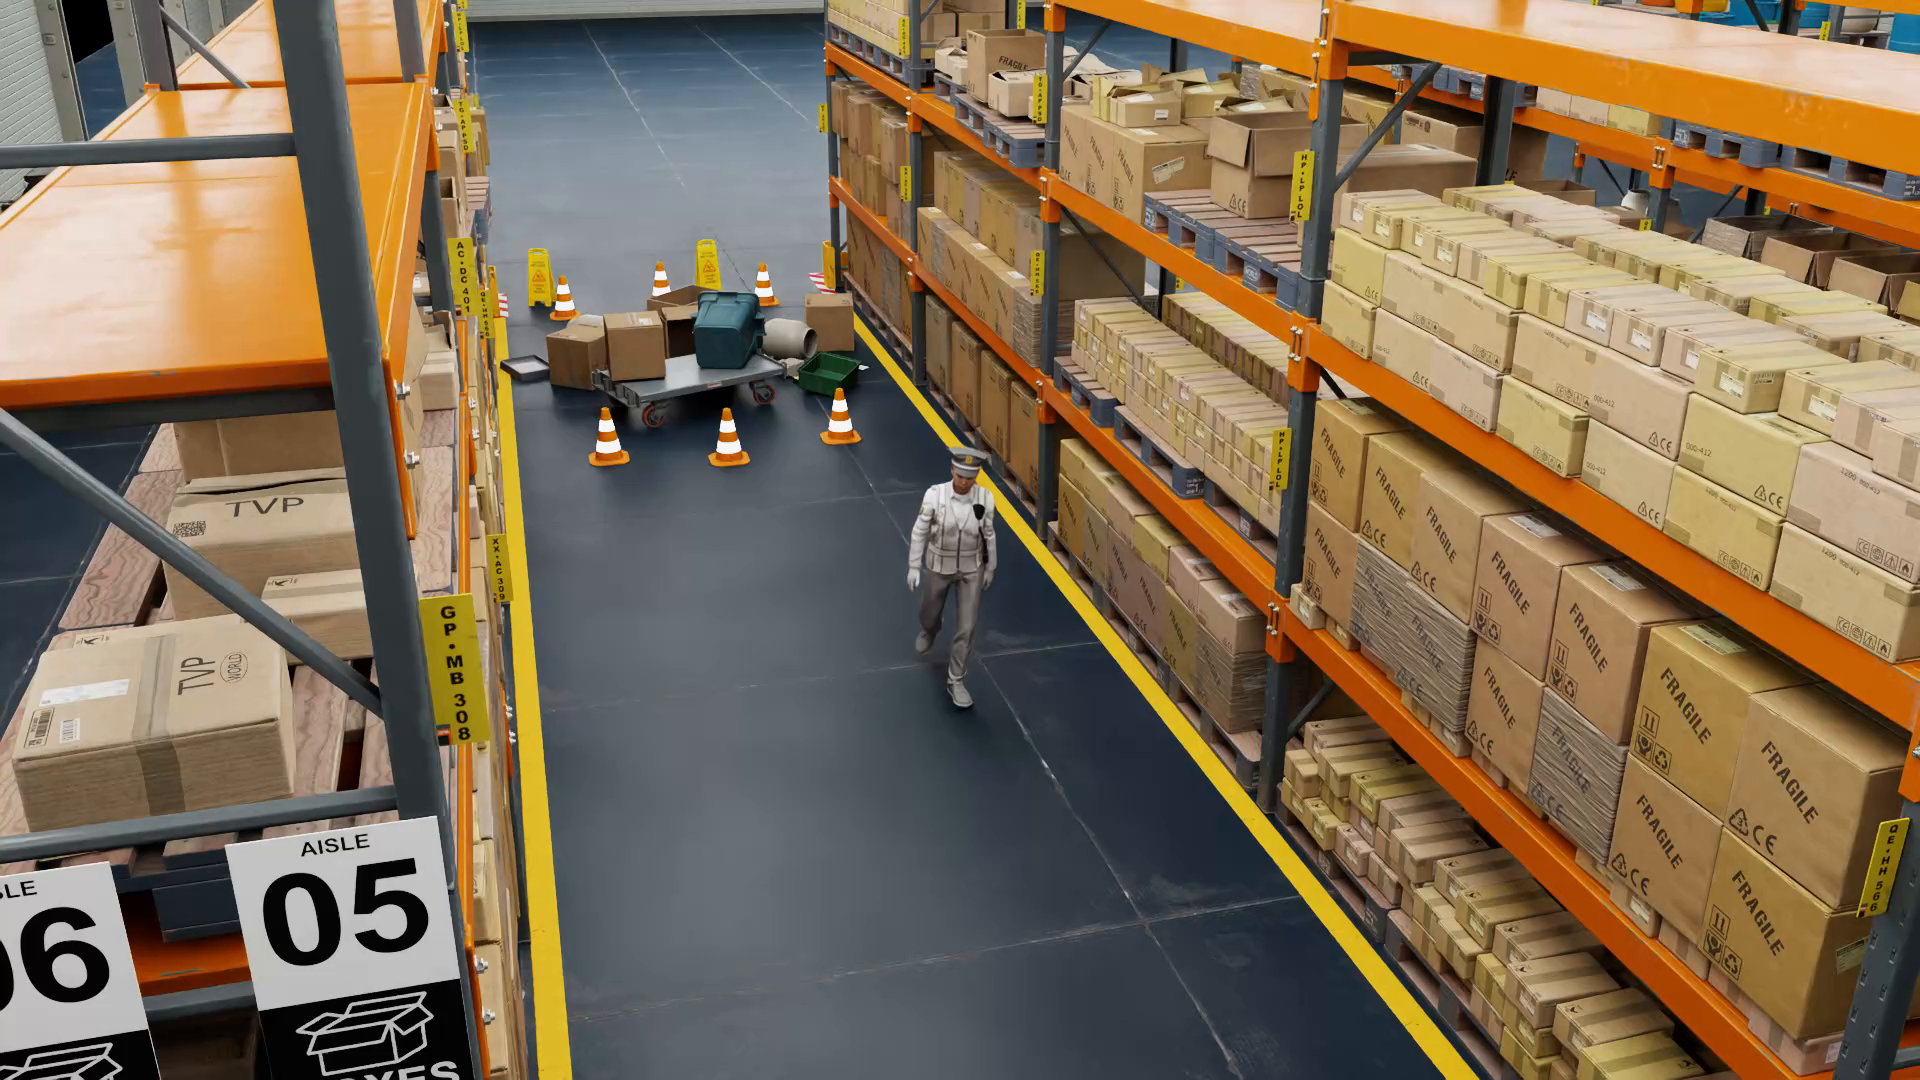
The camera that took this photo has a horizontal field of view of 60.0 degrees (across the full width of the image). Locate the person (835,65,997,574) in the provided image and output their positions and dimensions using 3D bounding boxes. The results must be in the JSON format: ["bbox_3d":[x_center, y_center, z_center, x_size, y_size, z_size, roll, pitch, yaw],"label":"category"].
[{"bbox_3d":[-2.137,-0.470,8.757,4.986,2.387,22.365,-3,23,-7],"label":"person"}]
